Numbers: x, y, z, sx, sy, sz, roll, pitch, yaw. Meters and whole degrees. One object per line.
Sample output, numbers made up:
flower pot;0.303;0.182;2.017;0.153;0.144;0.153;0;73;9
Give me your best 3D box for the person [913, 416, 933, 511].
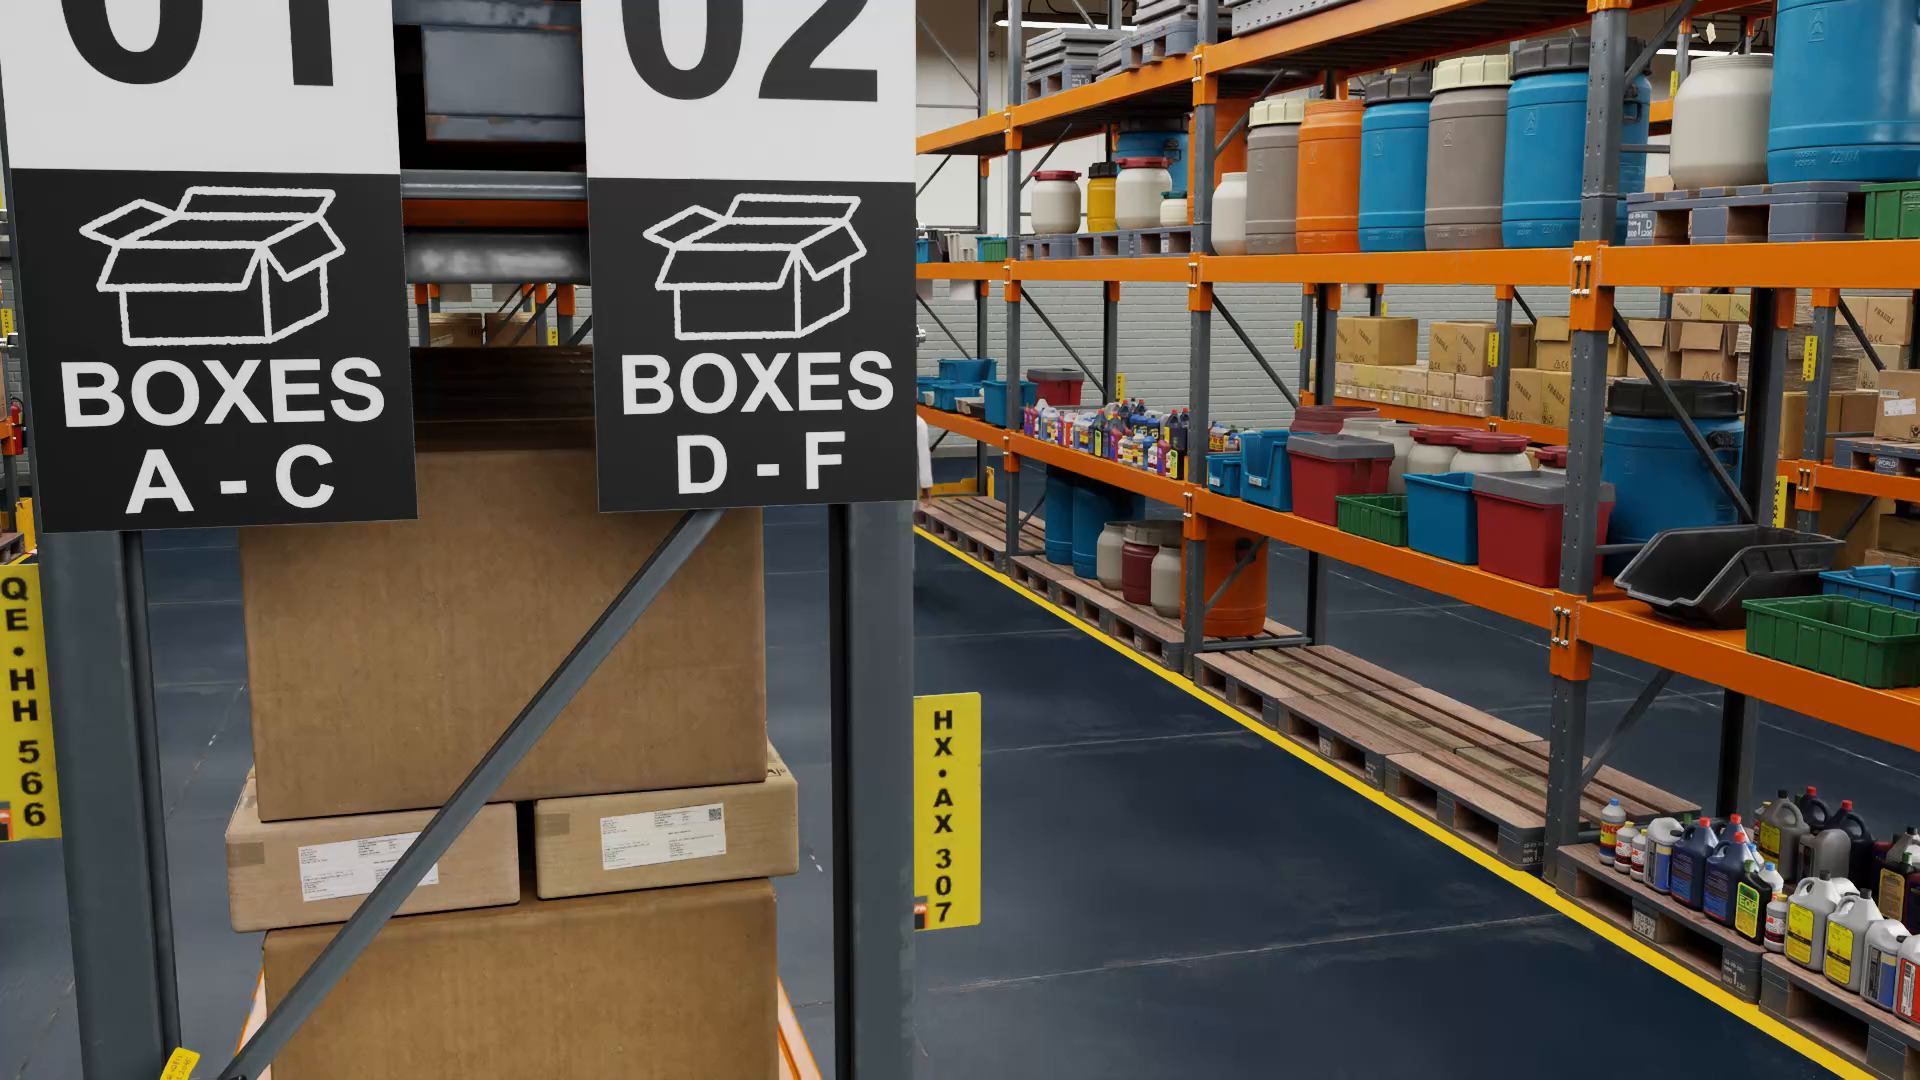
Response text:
person;-0.579;-0.501;14.544;0.640;1.725;1.092;-2;9;-11
